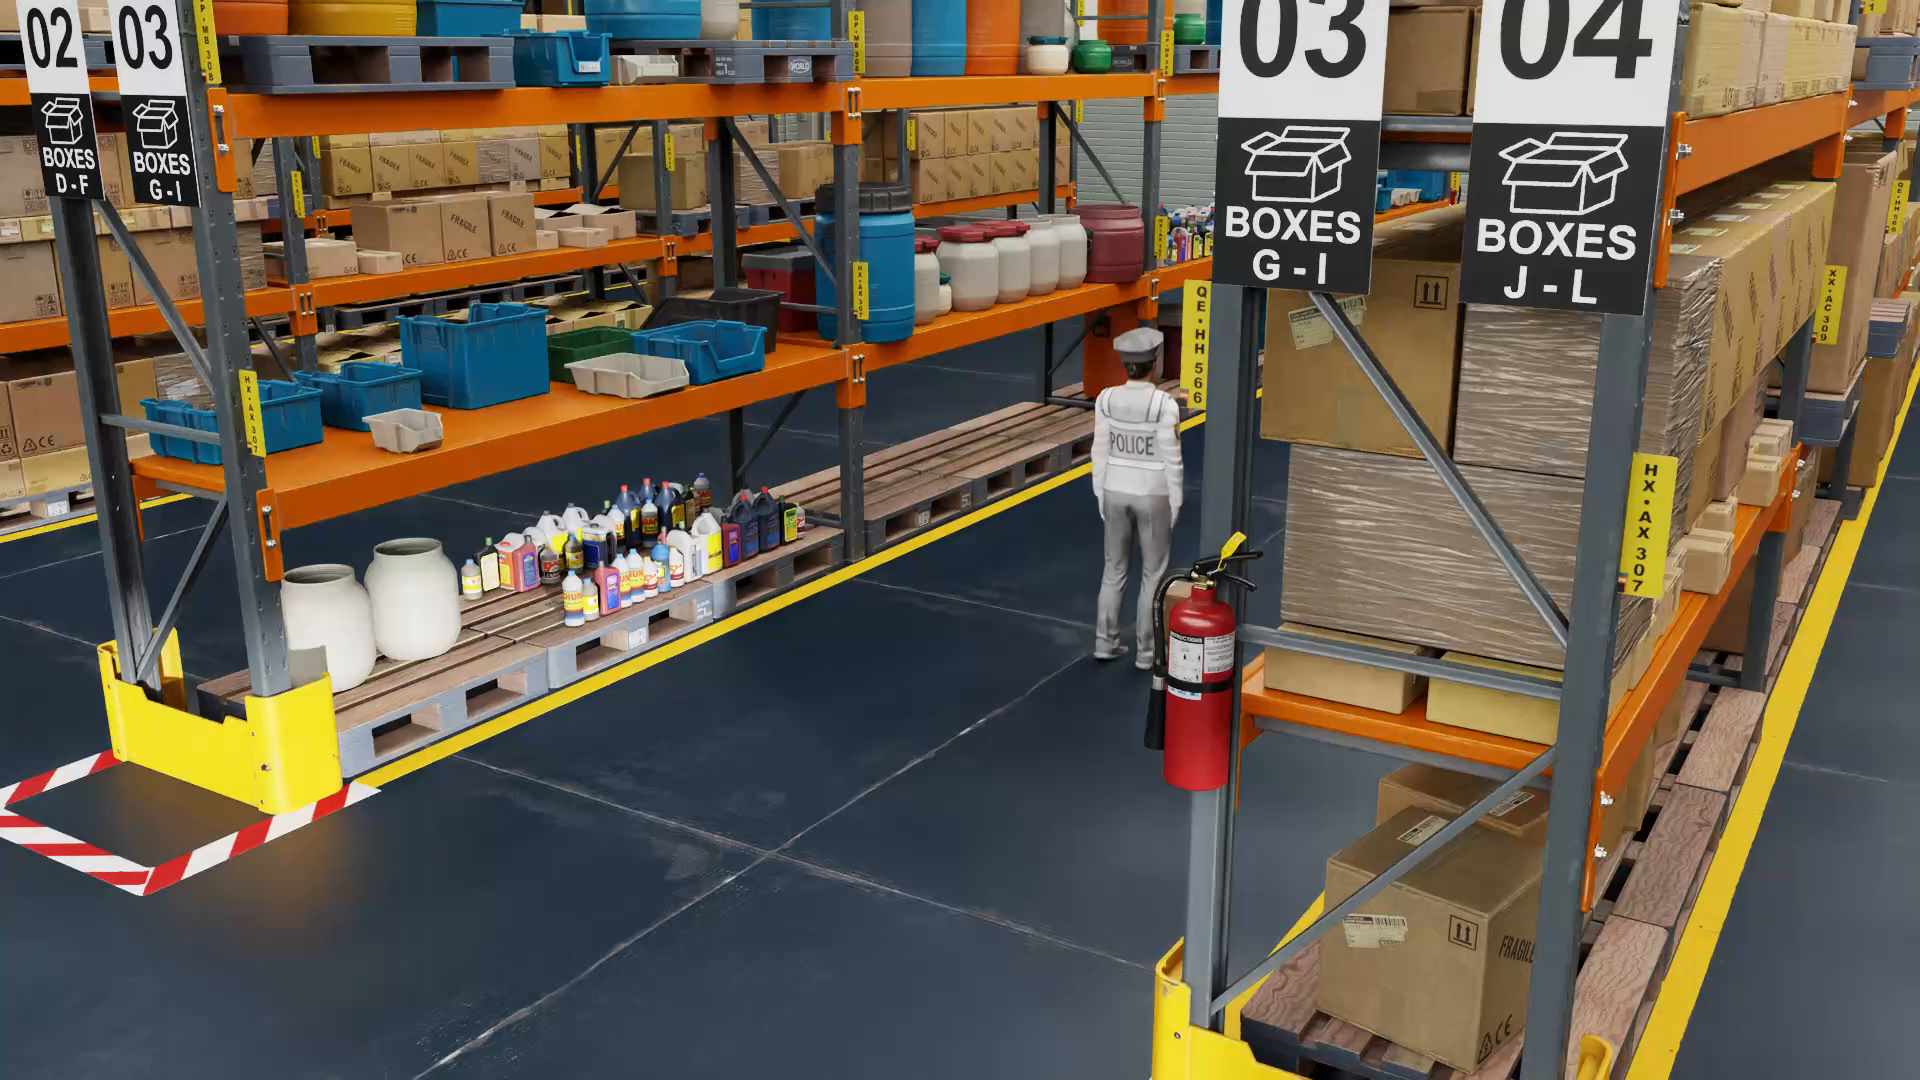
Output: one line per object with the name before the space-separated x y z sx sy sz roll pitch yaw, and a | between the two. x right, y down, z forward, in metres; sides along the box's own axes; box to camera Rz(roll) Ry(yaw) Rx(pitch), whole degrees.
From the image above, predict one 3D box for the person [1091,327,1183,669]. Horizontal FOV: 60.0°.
person | 0.879 -0.187 8.200 0.472 1.712 0.330 10 19 31
